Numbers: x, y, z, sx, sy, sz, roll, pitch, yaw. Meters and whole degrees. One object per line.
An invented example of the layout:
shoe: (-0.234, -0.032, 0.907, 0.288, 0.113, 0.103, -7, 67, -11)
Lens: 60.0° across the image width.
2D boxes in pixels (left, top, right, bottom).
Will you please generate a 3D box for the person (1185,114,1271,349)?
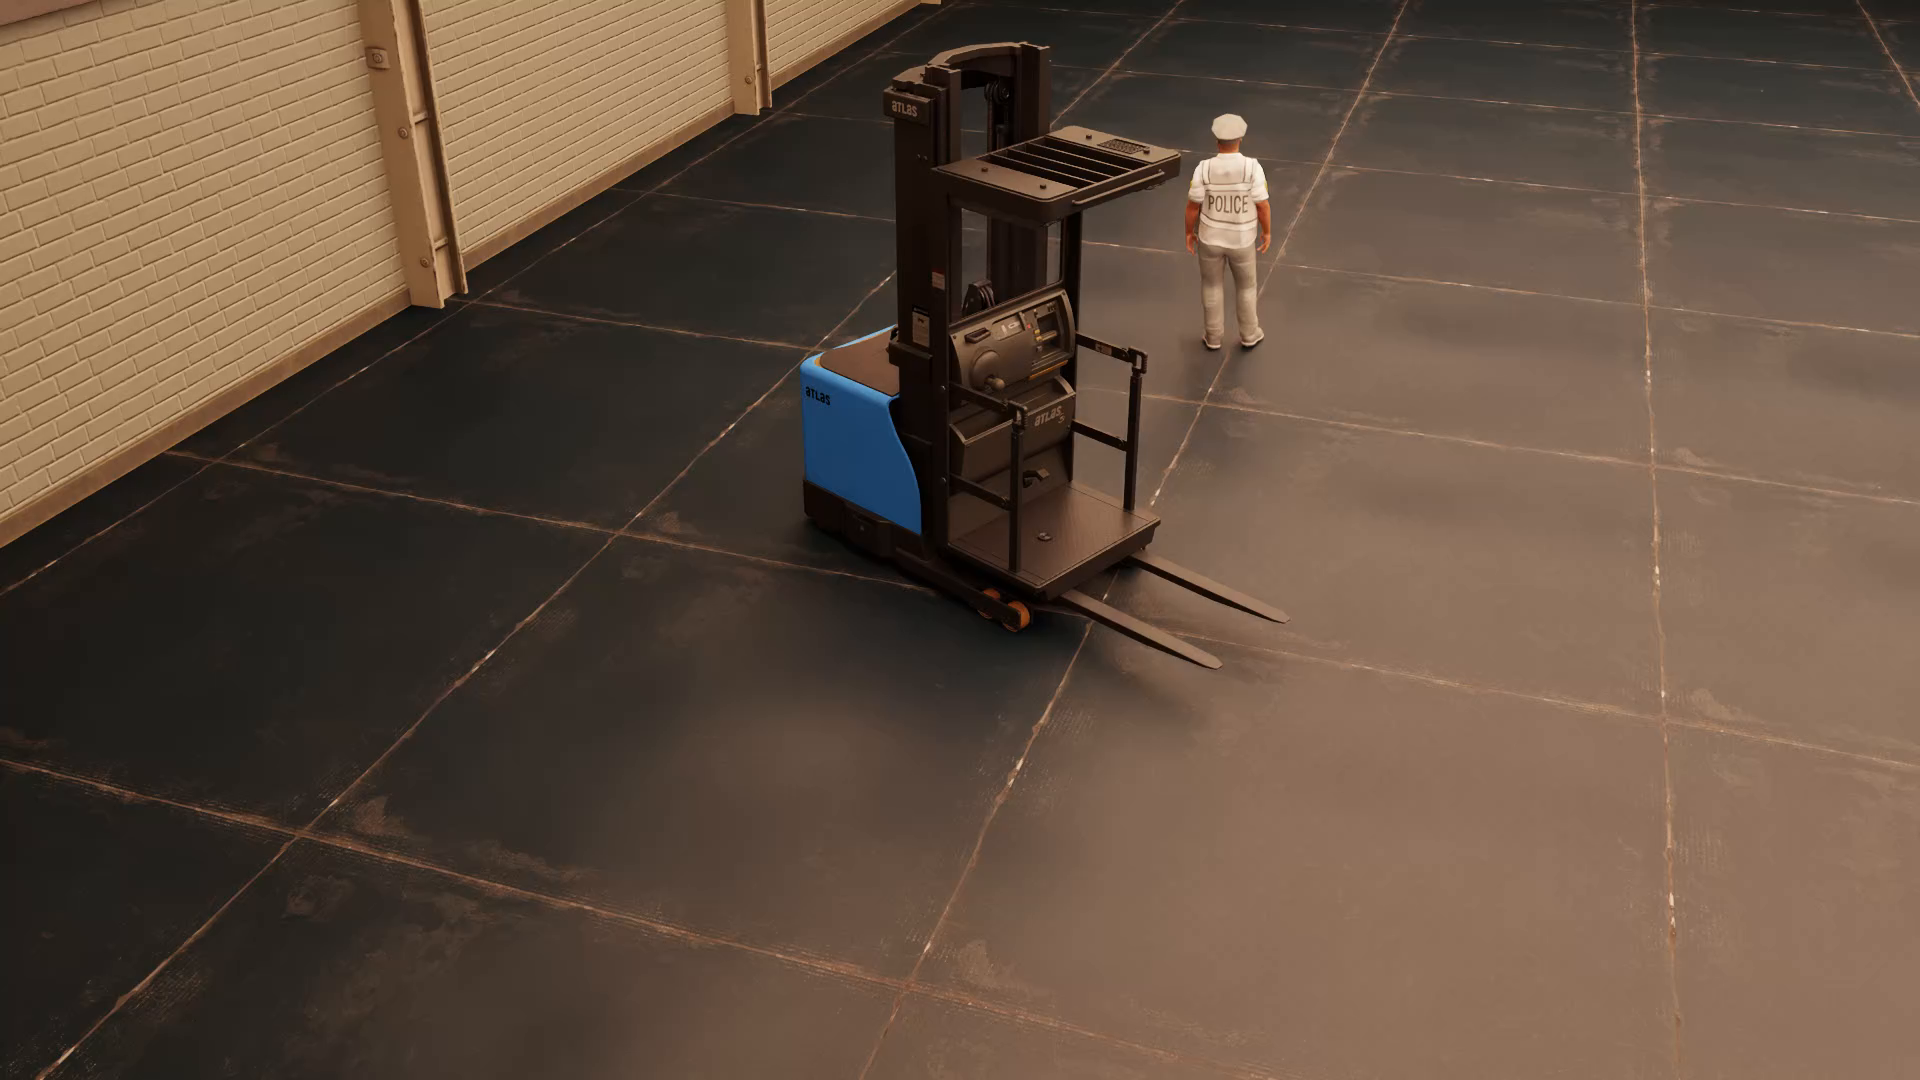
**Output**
person: (1.984, -2.273, 12.270, 0.640, 1.781, 0.576, 6, 30, 11)

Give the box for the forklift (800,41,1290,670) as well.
forklift: (0.449, -1.059, 8.994, 3.031, 2.935, 1.130, 25, 38, 37)
